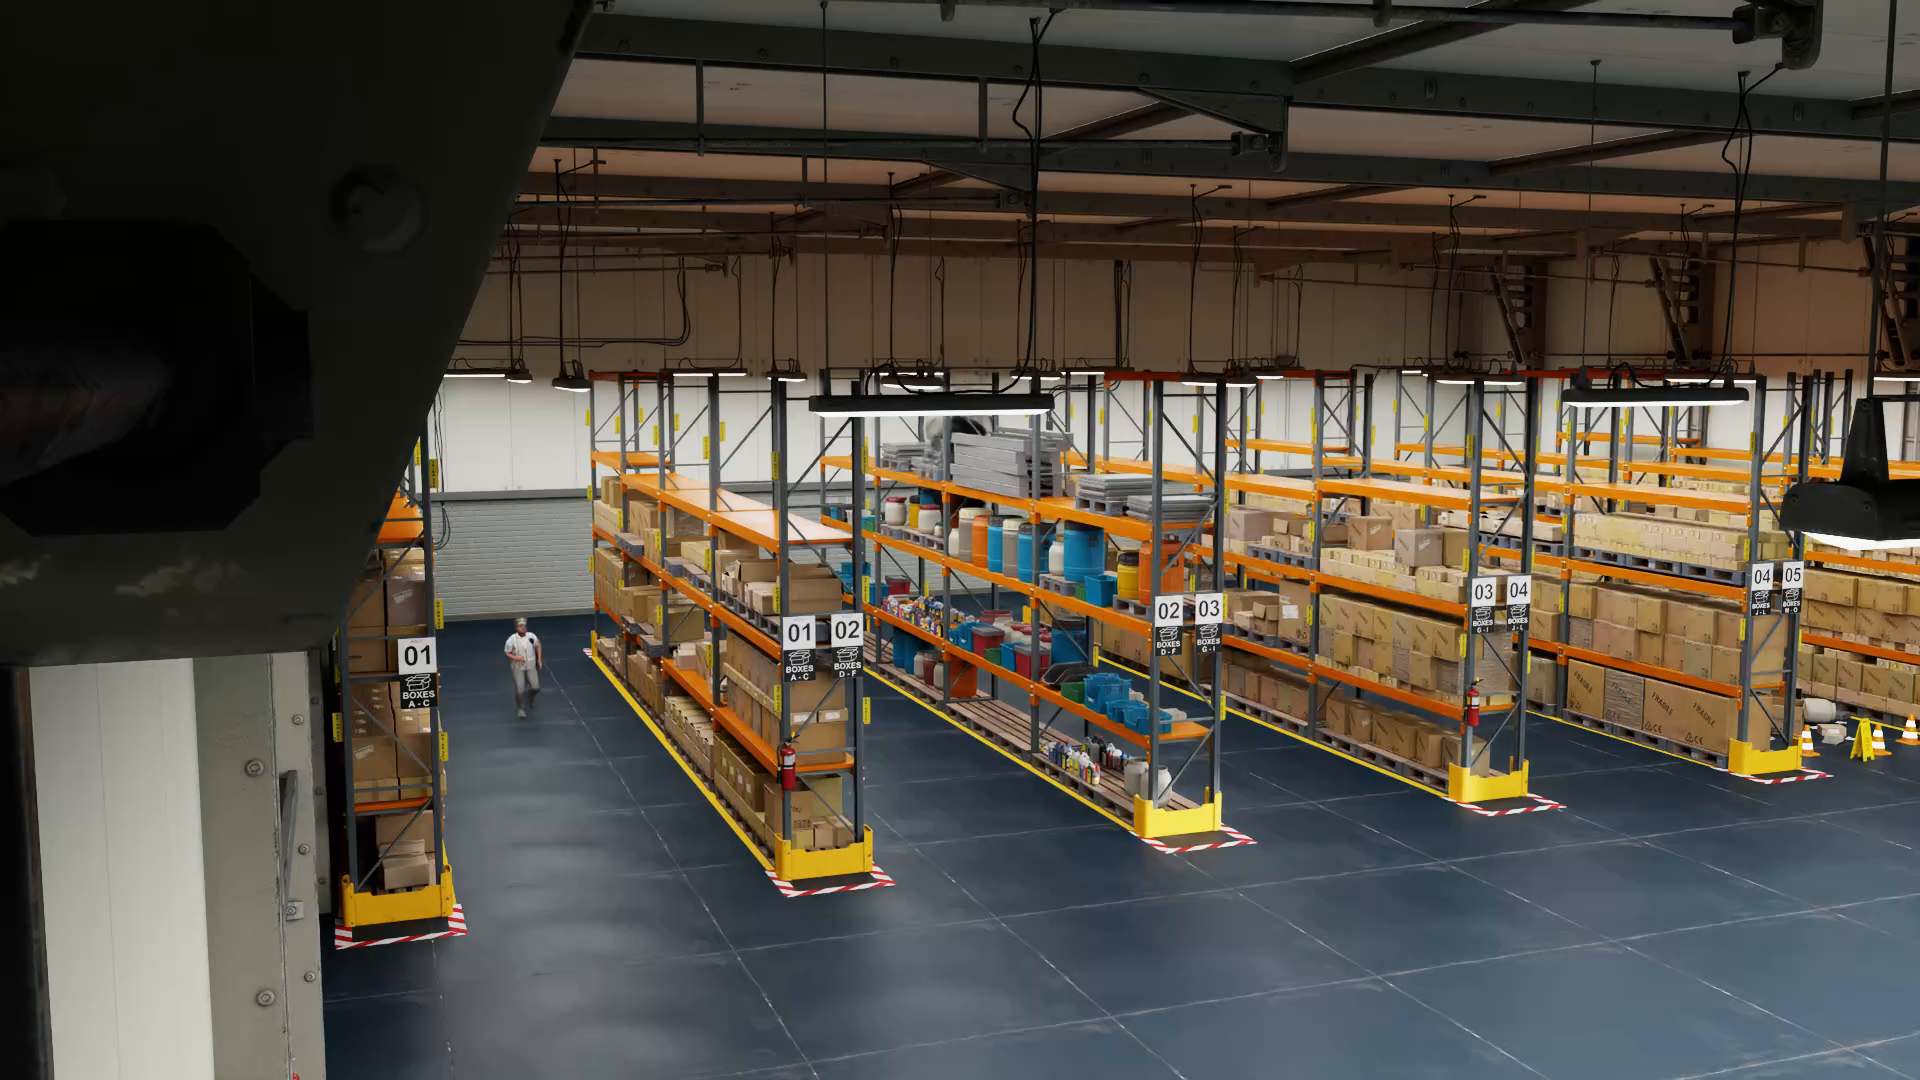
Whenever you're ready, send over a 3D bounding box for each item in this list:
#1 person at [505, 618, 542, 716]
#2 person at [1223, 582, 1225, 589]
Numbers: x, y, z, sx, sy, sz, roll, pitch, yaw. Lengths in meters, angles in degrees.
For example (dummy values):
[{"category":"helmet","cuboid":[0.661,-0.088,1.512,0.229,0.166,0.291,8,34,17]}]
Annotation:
[{"category":"person","cuboid":[-7.610,2.232,29.127,0.674,1.746,0.614,-4,7,-29]},{"category":"person","cuboid":[5.751,1.326,37.767,0.516,1.595,0.644,-2,7,-18]}]
